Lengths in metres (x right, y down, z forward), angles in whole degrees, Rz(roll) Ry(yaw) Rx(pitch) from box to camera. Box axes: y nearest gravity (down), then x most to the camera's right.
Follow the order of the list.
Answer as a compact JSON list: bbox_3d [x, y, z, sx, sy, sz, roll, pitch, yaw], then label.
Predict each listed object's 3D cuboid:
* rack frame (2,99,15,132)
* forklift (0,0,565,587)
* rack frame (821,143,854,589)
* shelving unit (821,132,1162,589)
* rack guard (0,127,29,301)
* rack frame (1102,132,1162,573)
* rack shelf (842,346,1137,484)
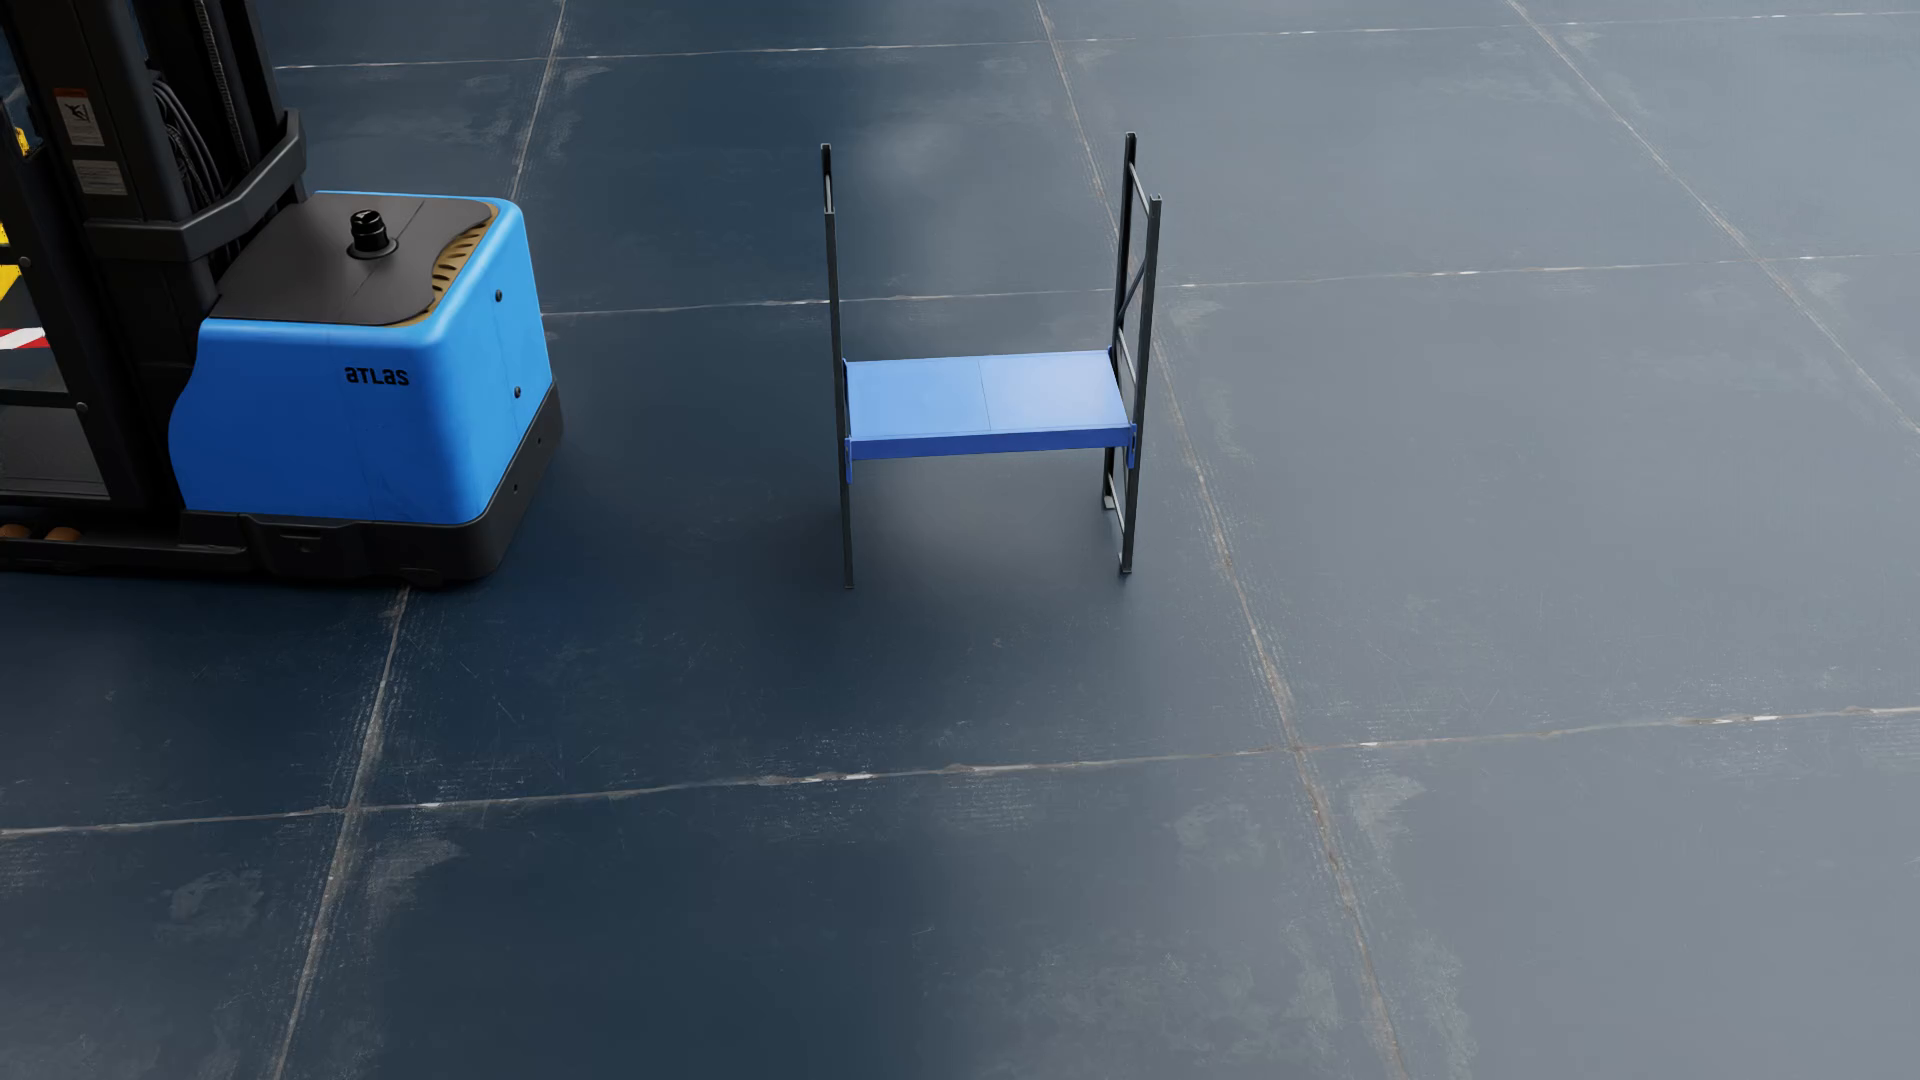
[{"bbox_3d":[-4.514,-2.423,6.899,0.127,3.000,1.000,-3,38,-4],"label":"rack frame"},{"bbox_3d":[-3.138,-1.355,5.601,3.031,2.935,1.130,3,38,4],"label":"forklift"},{"bbox_3d":[-0.421,-0.566,5.756,0.032,1.500,0.500,-3,38,-4],"label":"rack frame"},{"bbox_3d":[0.085,-0.593,5.791,1.048,1.500,0.538,-3,38,-4],"label":"shelving unit"},{"bbox_3d":[-4.585,-1.408,7.631,0.348,0.500,1.175,-3,38,-4],"label":"rack guard"},{"bbox_3d":[0.591,-0.621,5.827,0.032,1.500,0.500,-3,38,-4],"label":"rack frame"},{"bbox_3d":[0.085,-0.452,5.903,1.000,0.185,0.538,-3,38,-4],"label":"rack shelf"}]
